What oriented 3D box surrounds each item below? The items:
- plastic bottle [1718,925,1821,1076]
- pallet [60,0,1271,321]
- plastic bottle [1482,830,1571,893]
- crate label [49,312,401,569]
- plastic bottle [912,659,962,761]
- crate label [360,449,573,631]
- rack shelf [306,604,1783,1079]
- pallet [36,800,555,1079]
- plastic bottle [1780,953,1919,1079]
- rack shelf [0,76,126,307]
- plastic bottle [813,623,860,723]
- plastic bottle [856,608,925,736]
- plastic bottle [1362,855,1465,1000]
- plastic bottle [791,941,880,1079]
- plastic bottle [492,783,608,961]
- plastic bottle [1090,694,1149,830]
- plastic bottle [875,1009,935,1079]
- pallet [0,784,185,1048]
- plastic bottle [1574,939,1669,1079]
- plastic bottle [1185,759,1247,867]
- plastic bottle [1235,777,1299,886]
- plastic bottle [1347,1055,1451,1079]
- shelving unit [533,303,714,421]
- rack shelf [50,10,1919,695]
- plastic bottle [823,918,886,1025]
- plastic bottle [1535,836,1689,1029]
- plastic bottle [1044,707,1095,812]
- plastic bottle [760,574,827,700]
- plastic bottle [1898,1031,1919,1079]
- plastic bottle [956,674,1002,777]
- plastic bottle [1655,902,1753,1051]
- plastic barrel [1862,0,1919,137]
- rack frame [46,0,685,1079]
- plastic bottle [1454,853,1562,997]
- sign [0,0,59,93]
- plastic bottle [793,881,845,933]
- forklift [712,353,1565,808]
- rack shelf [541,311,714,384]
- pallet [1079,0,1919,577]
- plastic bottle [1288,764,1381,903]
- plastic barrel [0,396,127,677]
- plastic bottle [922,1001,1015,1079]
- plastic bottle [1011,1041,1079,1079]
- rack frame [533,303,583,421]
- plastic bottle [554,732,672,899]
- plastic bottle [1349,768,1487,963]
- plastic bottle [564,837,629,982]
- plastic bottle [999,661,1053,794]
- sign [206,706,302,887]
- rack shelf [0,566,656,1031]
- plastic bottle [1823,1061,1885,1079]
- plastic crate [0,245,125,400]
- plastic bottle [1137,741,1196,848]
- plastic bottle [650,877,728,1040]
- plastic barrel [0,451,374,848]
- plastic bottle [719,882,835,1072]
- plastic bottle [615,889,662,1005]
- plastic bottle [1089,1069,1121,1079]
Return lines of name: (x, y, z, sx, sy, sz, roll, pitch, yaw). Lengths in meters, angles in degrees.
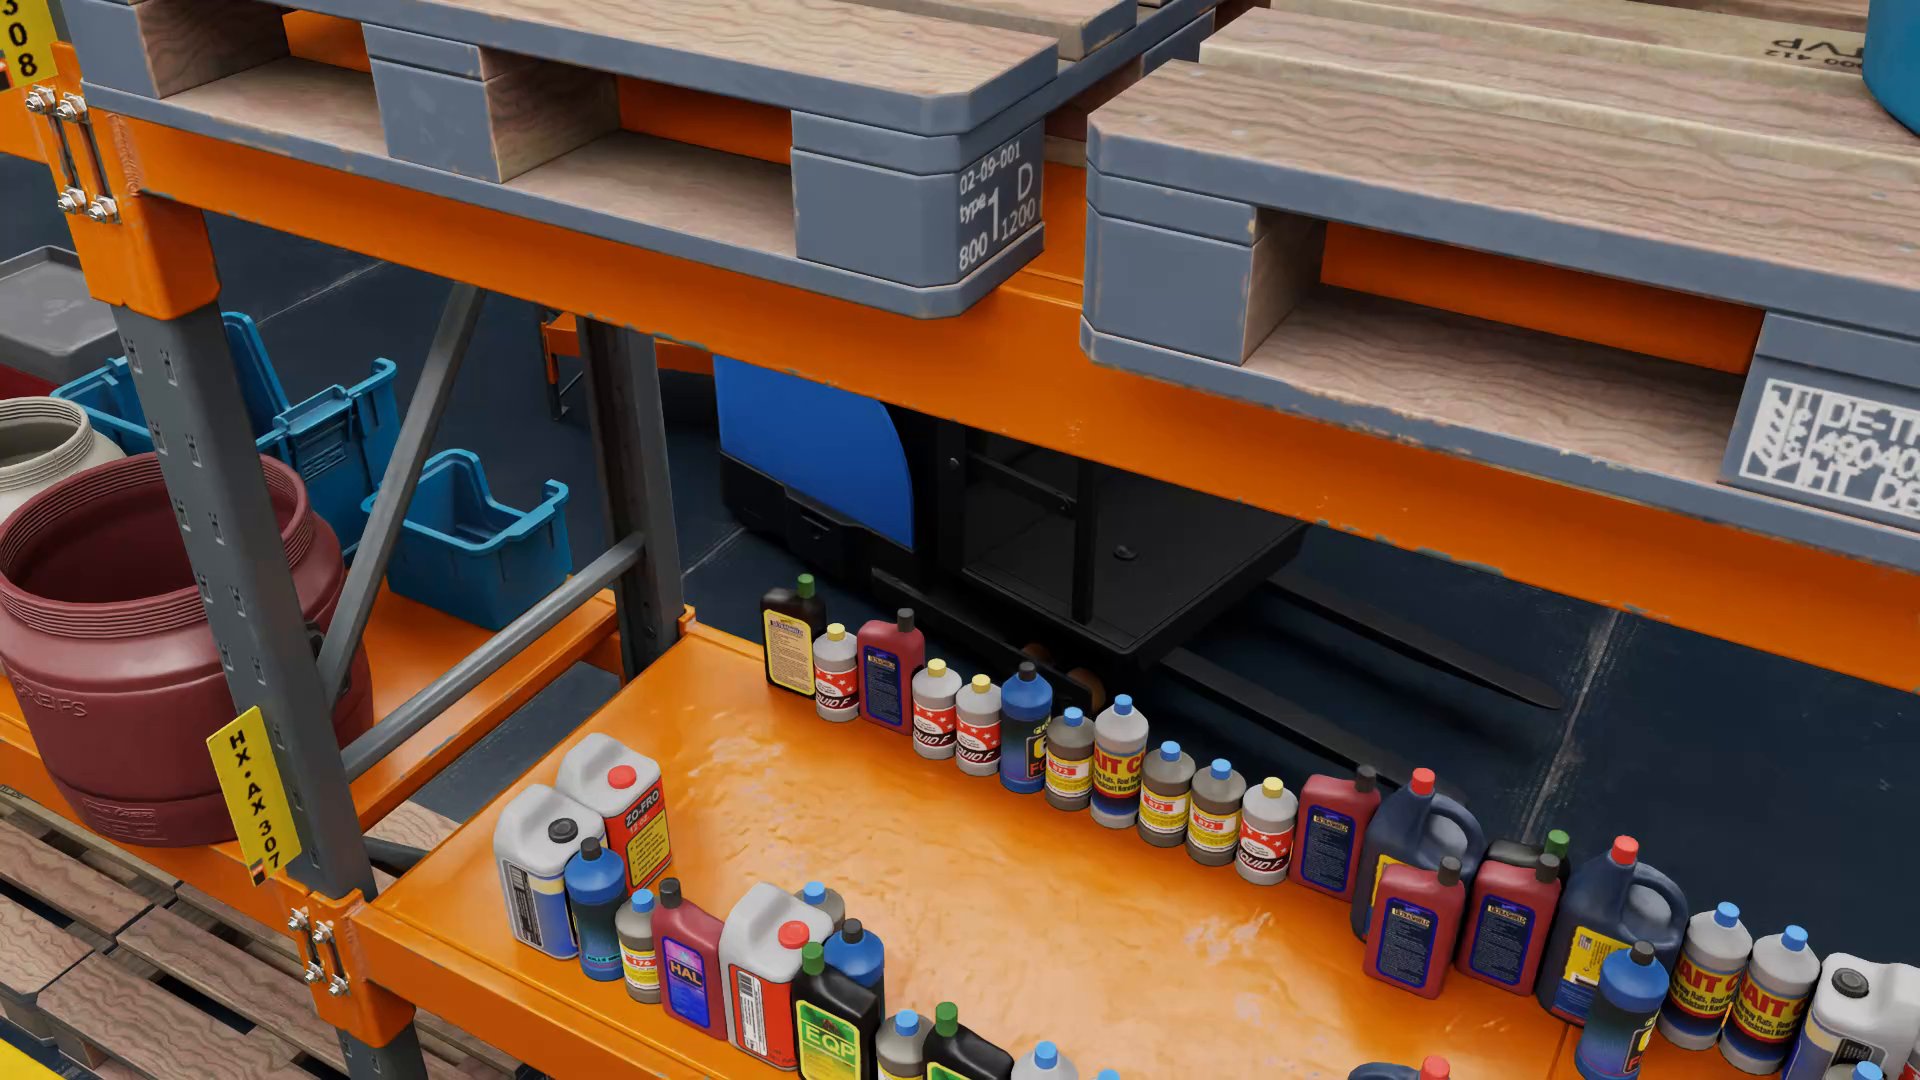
plastic bottle: (1.269, 0.708, 2.596, 0.097, 0.271, 0.097, 0, 34, 0)
pallet: (-0.283, -0.684, 2.034, 1.213, 0.211, 1.003, 18, 37, 24)
plastic bottle: (0.933, 0.585, 2.770, 0.133, 0.283, 0.061, 18, 37, 24)
crate label: (-1.627, -0.189, 3.796, 0.616, 0.435, 0.502, 18, 37, 24)
plastic bottle: (-0.045, 0.322, 3.240, 0.097, 0.201, 0.097, 0, 34, 0)
crate label: (-1.079, 0.002, 3.691, 0.416, 0.233, 0.303, 18, 37, 24)
rack shelf: (0.838, 1.078, 2.573, 4.000, 0.370, 1.077, 18, 37, 24)
pallet: (-1.552, 1.158, 4.321, 1.213, 0.211, 1.003, 18, 37, 24)
plastic bottle: (1.356, 0.752, 2.527, 0.135, 0.276, 0.152, 18, 37, 24)
rack shelf: (-2.635, -1.270, 3.394, 4.000, 0.370, 1.077, 18, 37, 24)
plastic bottle: (-0.245, 0.258, 3.335, 0.097, 0.201, 0.097, 0, 34, 0)
plastic bottle: (-0.136, 0.247, 3.278, 0.133, 0.283, 0.061, 18, 37, 24)
plastic bottle: (0.745, 0.618, 2.721, 0.133, 0.283, 0.061, 18, 37, 24)
plastic bottle: (-0.188, 0.738, 2.541, 0.133, 0.283, 0.061, 18, 37, 24)
plastic bottle: (-0.684, 0.555, 2.822, 0.135, 0.276, 0.152, 18, 37, 24)
plastic bottle: (0.294, 0.399, 3.060, 0.097, 0.271, 0.097, 0, 34, 0)
plastic bottle: (-0.079, 0.795, 2.529, 0.097, 0.201, 0.097, 0, 34, 0)
pallet: (-2.607, 0.822, 4.826, 1.213, 0.211, 1.003, 18, 37, 24)
plastic bottle: (1.028, 0.724, 2.572, 0.097, 0.271, 0.097, 0, 34, 0)
plastic bottle: (0.463, 0.482, 2.999, 0.097, 0.201, 0.097, 0, 34, 0)
plastic bottle: (0.547, 0.509, 2.959, 0.097, 0.201, 0.097, 0, 34, 0)
plastic bottle: (0.616, 0.841, 2.325, 0.185, 0.351, 0.144, 18, 37, 24)
shelving unit: (-1.152, -1.031, 6.783, 1.048, 1.125, 0.538, 9, 35, 13)
rack shelf: (0.838, -0.170, 1.742, 4.000, 0.370, 1.077, 18, 37, 24)
plastic bottle: (-0.165, 0.700, 2.609, 0.097, 0.271, 0.097, 0, 34, 0)
plastic bottle: (1.050, 0.621, 2.656, 0.185, 0.351, 0.144, 18, 37, 24)
plastic bottle: (0.209, 0.402, 3.120, 0.097, 0.201, 0.097, 0, 34, 0)
plastic bottle: (-0.336, 0.183, 3.374, 0.133, 0.283, 0.061, 18, 37, 24)
plastic bottle: (1.470, 0.801, 2.520, 0.097, 0.201, 0.097, 0, 34, 0)
plastic bottle: (0.040, 0.348, 3.200, 0.097, 0.201, 0.097, 0, 34, 0)
plastic bottle: (1.184, 0.682, 2.636, 0.097, 0.271, 0.097, 0, 34, 0)
plastic barrel: (1.016, -0.699, 1.056, 0.708, 0.901, 0.600, 18, 37, 24)
rack frame: (-0.899, 0.229, 3.200, 0.127, 3.000, 1.000, 18, 37, 24)
plastic bottle: (0.902, 0.615, 2.726, 0.133, 0.283, 0.061, 18, 37, 24)
sign: (-1.166, -0.709, 1.997, 0.005, 0.325, 0.100, 18, 37, 24)
plastic bottle: (-0.236, 0.648, 2.749, 0.097, 0.201, 0.097, 0, 34, 0)
forklift: (0.517, -0.969, 5.061, 3.031, 2.935, 1.130, 27, 42, 34)
rack shelf: (-1.152, -0.827, 6.919, 1.000, 0.278, 0.538, 9, 35, 13)
pallet: (0.859, -0.320, 1.488, 1.213, 0.211, 1.003, 18, 37, 24)
plastic bottle: (0.656, 0.498, 2.902, 0.133, 0.283, 0.061, 18, 37, 24)
plastic barrel: (-1.898, 0.002, 3.439, 0.421, 0.512, 0.421, 0, 34, 0)
plastic bottle: (0.012, 0.802, 2.445, 0.133, 0.283, 0.061, 18, 37, 24)
plastic bottle: (0.121, 0.829, 2.414, 0.097, 0.271, 0.097, 0, 34, 0)
rack frame: (-1.642, -1.106, 6.896, 0.032, 1.125, 0.500, 9, 35, 13)
plastic bottle: (-0.608, 0.482, 2.932, 0.135, 0.276, 0.152, 18, 37, 24)
plastic bottle: (0.774, 0.533, 2.787, 0.185, 0.351, 0.144, 18, 37, 24)
plastic bottle: (-0.597, 0.602, 2.756, 0.097, 0.271, 0.097, 0, 34, 0)
plastic bottle: (0.124, 0.346, 3.140, 0.097, 0.271, 0.097, 0, 34, 0)
sign: (-1.166, 0.428, 2.754, 0.005, 0.325, 0.100, 18, 37, 24)
rack shelf: (-2.635, -0.022, 4.225, 4.000, 0.370, 1.077, 18, 37, 24)
plastic bottle: (1.310, 0.848, 2.450, 0.097, 0.201, 0.097, 0, 34, 0)
plastic crate: (-2.150, -0.389, 4.071, 0.583, 0.464, 0.402, 18, 37, 24)
plastic bottle: (0.378, 0.455, 3.039, 0.097, 0.201, 0.097, 0, 34, 0)
plastic bottle: (-0.421, 0.664, 2.651, 0.133, 0.283, 0.061, 18, 37, 24)
plastic barrel: (-1.452, 0.190, 3.135, 0.708, 0.536, 0.600, 18, 37, 24)
plastic bottle: (-0.282, 0.682, 2.631, 0.135, 0.276, 0.152, 18, 37, 24)
plastic bottle: (-0.512, 0.658, 2.735, 0.097, 0.201, 0.097, 0, 34, 0)
plastic bottle: (0.206, 0.856, 2.374, 0.097, 0.271, 0.097, 0, 34, 0)
